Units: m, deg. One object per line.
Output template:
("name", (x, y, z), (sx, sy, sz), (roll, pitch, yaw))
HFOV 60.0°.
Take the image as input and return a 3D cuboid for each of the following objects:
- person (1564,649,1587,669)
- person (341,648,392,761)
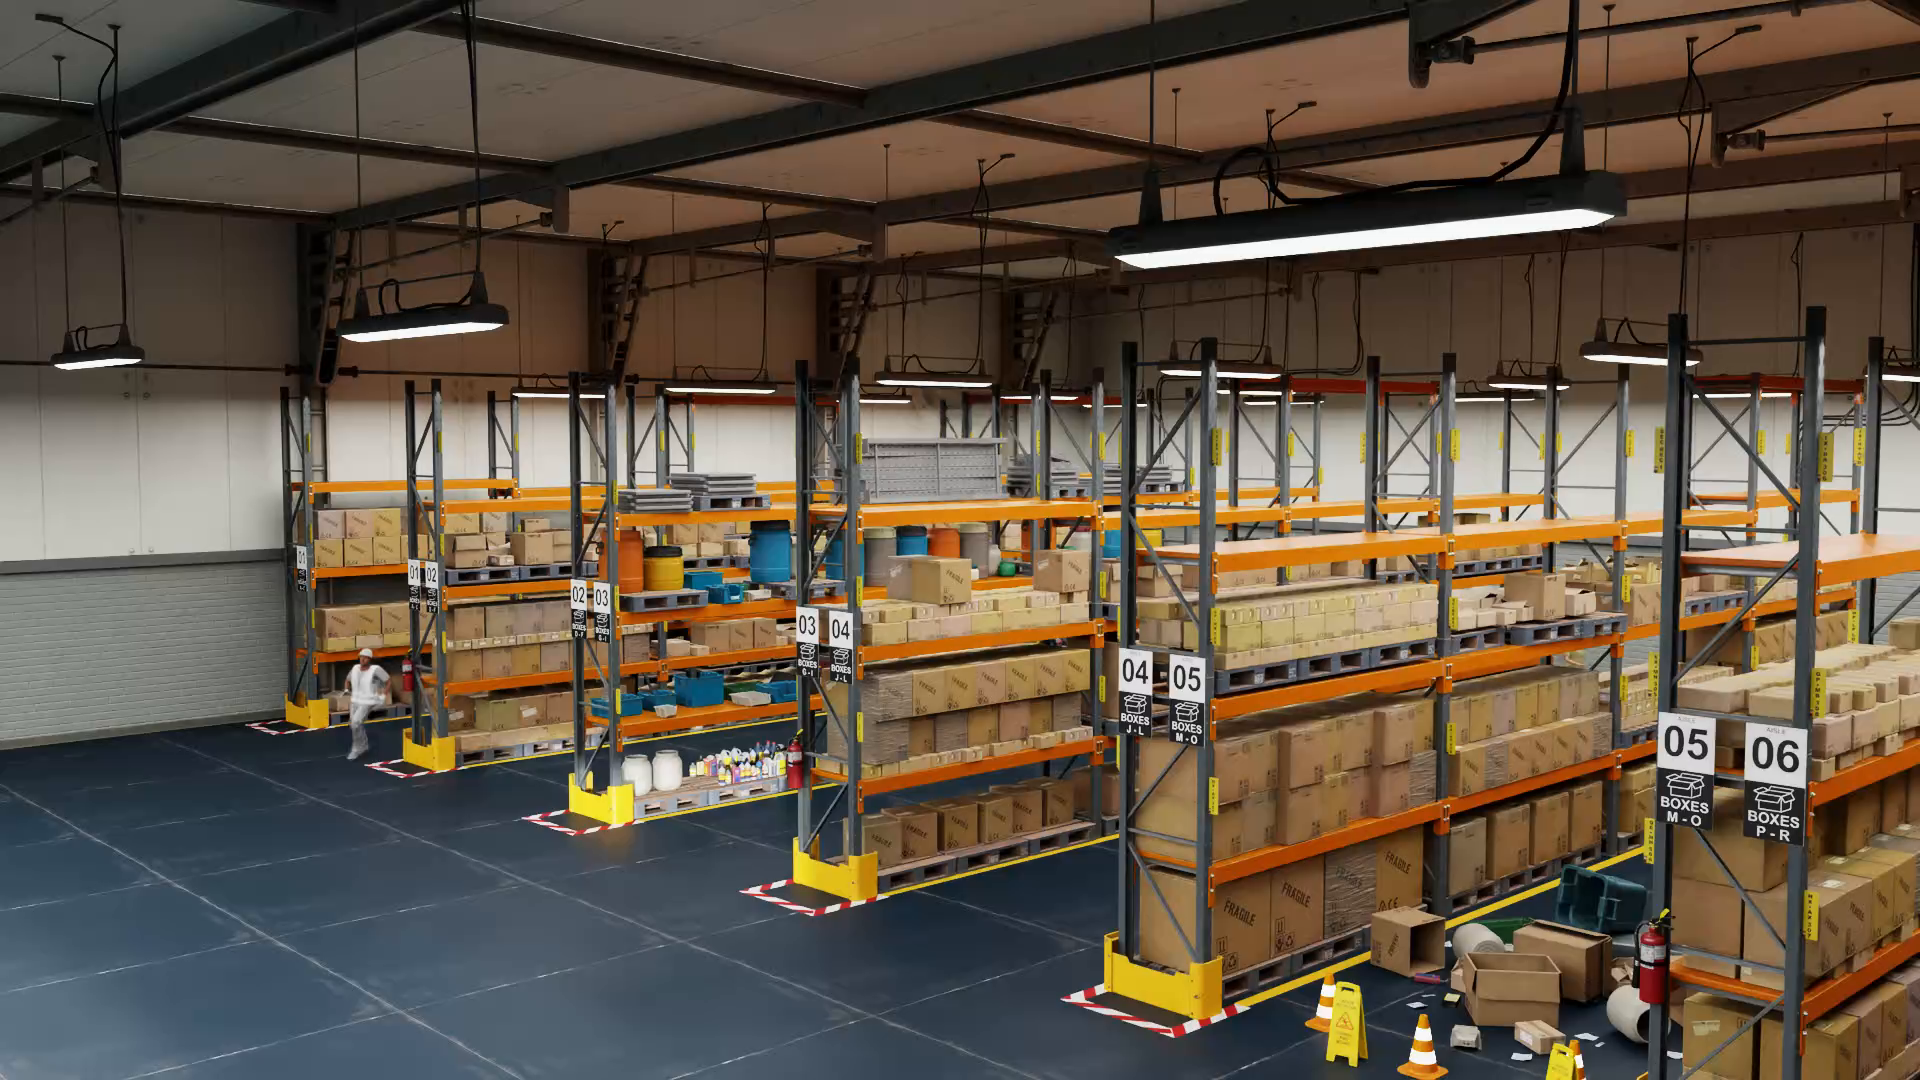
("person", (11.160, 2.403, 30.265), (0.605, 1.654, 0.881), (-3, 4, -35))
("person", (-9.476, 2.609, 26.448), (0.707, 1.790, 0.674), (1, 4, 21))
